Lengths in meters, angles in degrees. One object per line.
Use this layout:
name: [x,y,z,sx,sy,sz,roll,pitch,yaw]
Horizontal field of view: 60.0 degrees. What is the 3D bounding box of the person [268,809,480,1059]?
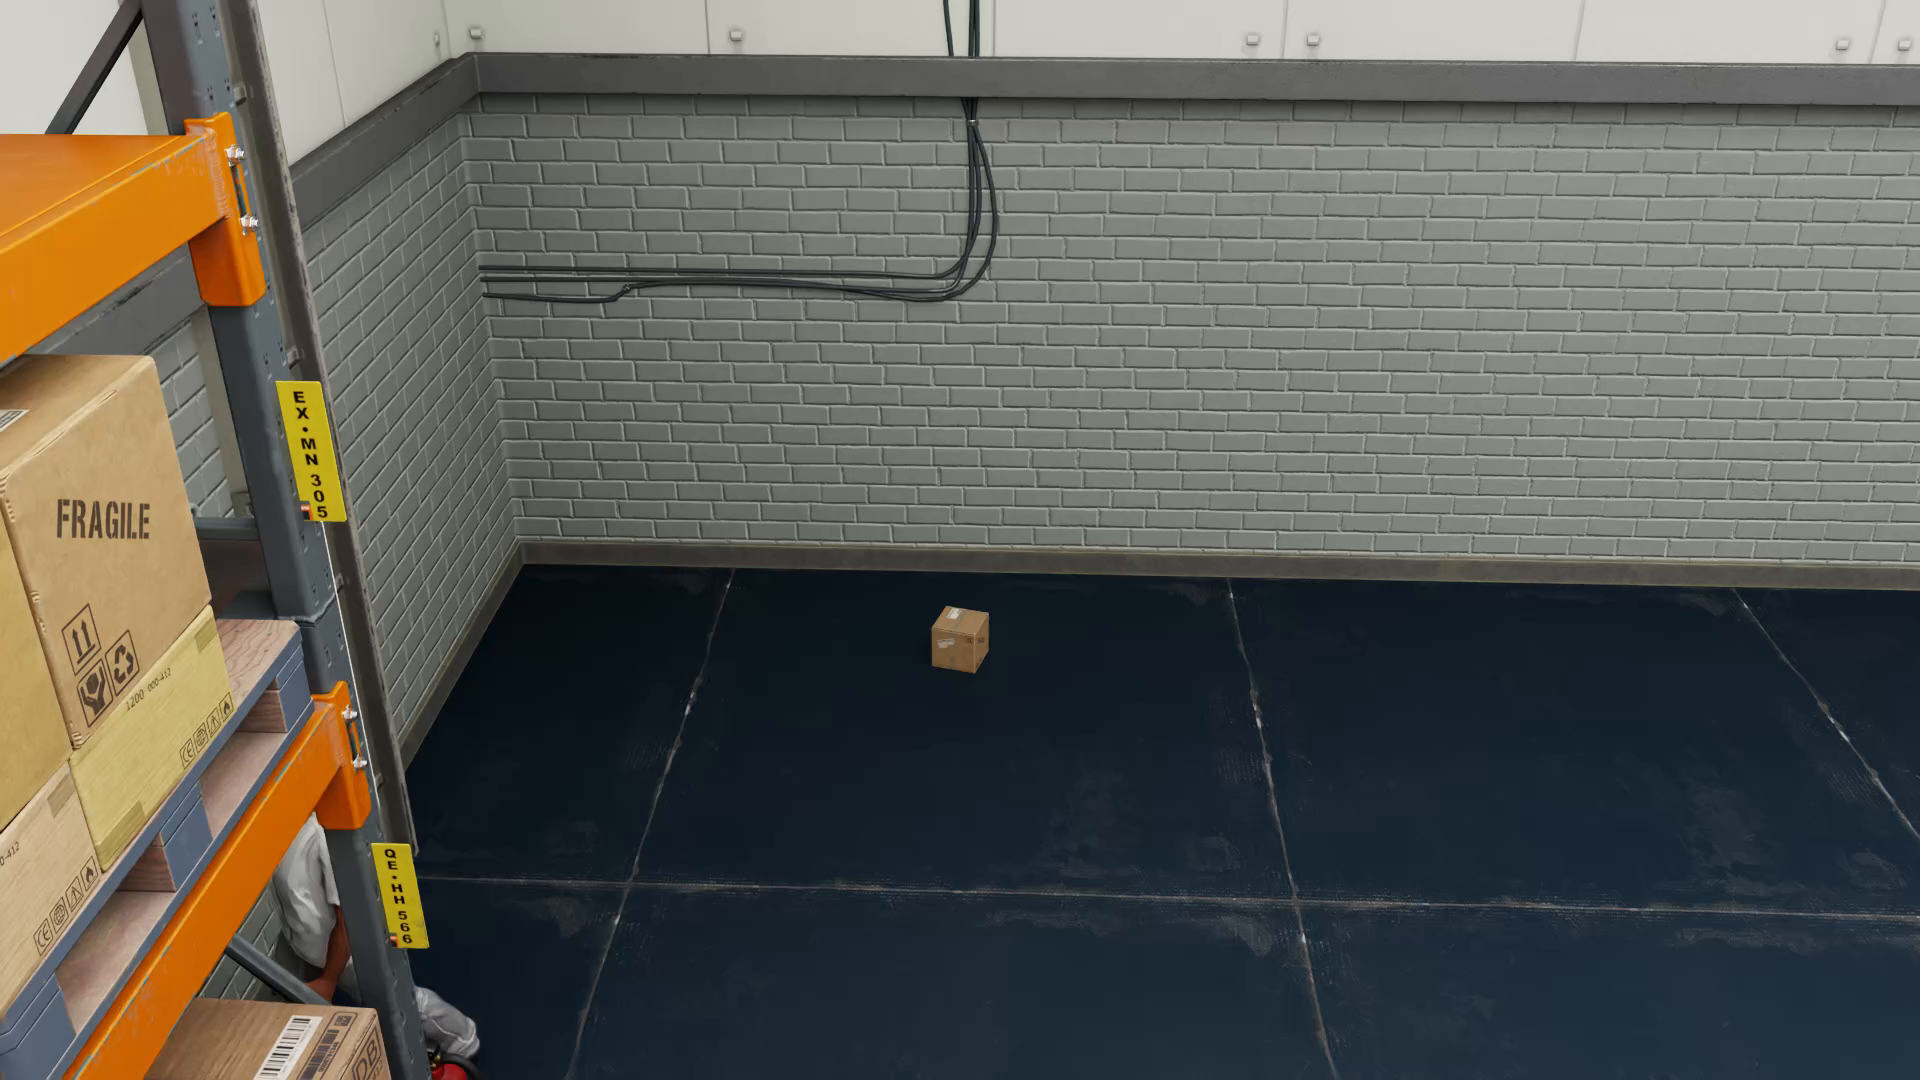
person: [-2.272,1.419,5.904,0.588,1.731,0.991,24,36,38]
